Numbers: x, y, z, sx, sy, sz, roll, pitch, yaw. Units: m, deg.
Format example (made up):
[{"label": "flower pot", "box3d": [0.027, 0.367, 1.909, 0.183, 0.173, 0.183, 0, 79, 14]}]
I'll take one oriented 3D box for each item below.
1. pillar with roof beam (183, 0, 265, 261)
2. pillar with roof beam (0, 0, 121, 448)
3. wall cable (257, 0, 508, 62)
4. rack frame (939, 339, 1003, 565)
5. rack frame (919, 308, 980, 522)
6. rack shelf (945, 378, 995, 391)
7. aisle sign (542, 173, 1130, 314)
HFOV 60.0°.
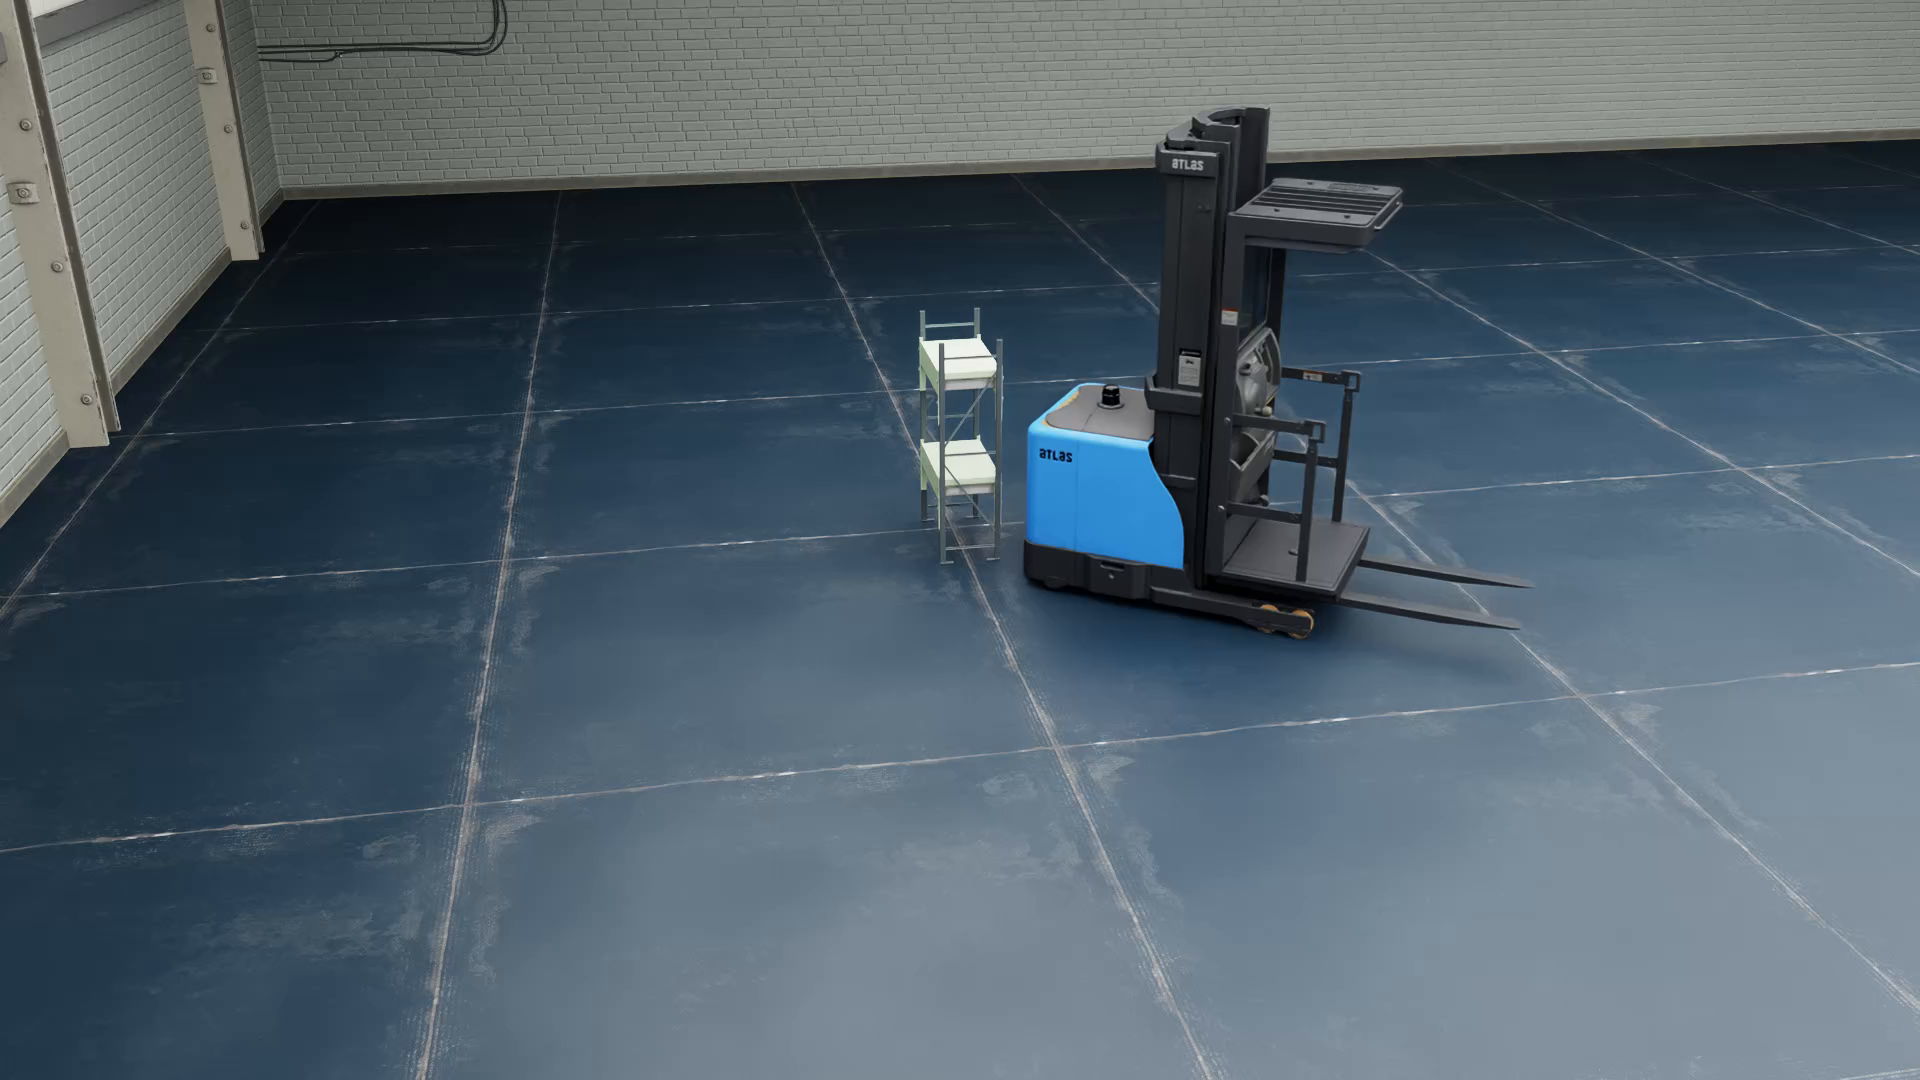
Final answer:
[{"label": "pillar with roof beam", "box3d": [5.855, -2.236, 5.064, 22.890, 9.050, 30.400, -4, 24, -10]}, {"label": "pillar with roof beam", "box3d": [-2.585, -5.243, 12.011, 9.100, 9.000, 0.400, -4, 24, -10]}, {"label": "wall cable", "box3d": [-7.171, -7.118, 20.184, 3.097, 2.526, 0.112, -4, 24, -10]}, {"label": "rack frame", "box3d": [0.066, -0.546, 10.626, 0.400, 1.500, 0.023, -4, 24, -10]}, {"label": "rack frame", "box3d": [-0.069, -0.834, 11.285, 0.400, 1.500, 0.023, -4, 24, -10]}, {"label": "rack shelf", "box3d": [-0.001, -1.113, 10.771, 0.332, 0.071, 0.664, -4, 24, -10]}, {"label": "aisle sign", "box3d": [-1.720, -3.628, 19.556, 6.000, 0.001, 6.000, -4, 24, -10]}]
